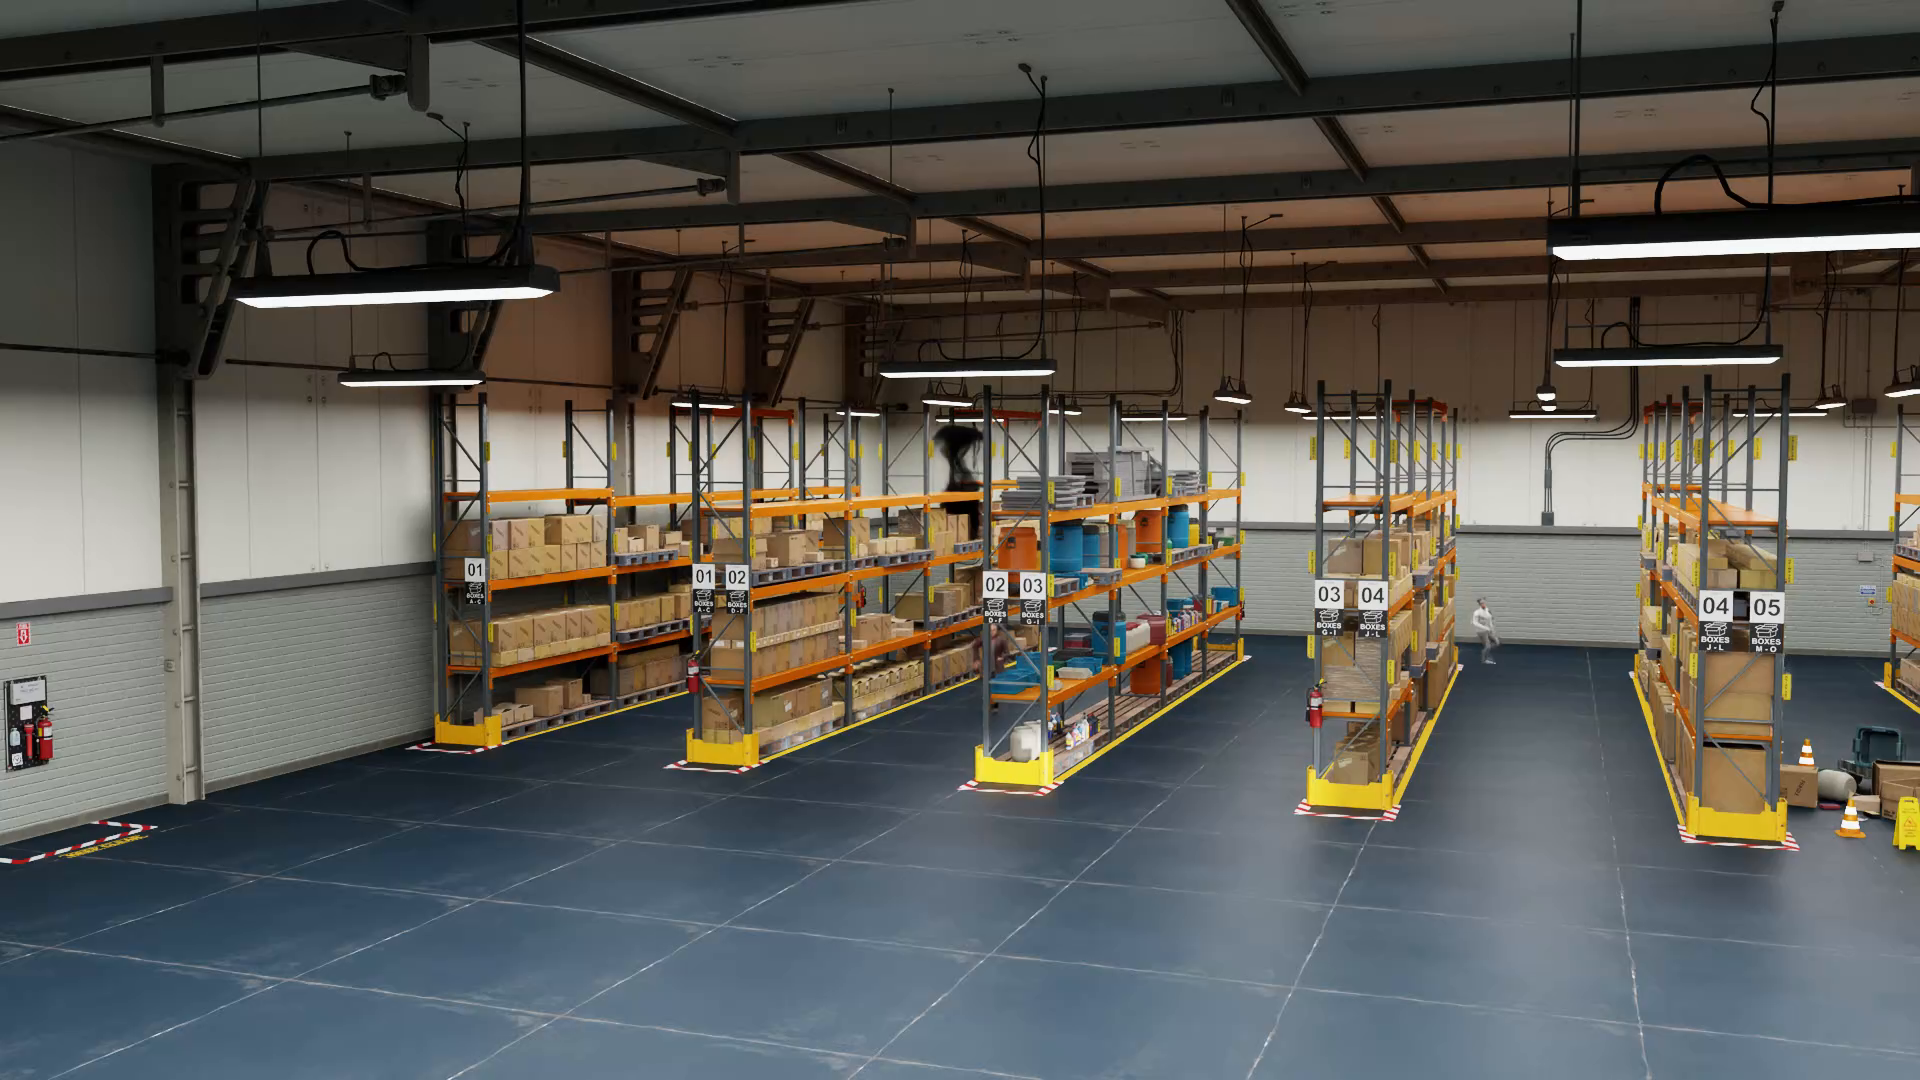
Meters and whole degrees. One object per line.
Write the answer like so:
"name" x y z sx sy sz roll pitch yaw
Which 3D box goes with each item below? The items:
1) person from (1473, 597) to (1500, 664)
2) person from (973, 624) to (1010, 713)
"person" 12.292 2.121 38.848 0.686 1.596 0.491 -2 4 -34
"person" 0.589 2.453 31.391 0.720 1.752 0.857 0 3 2
